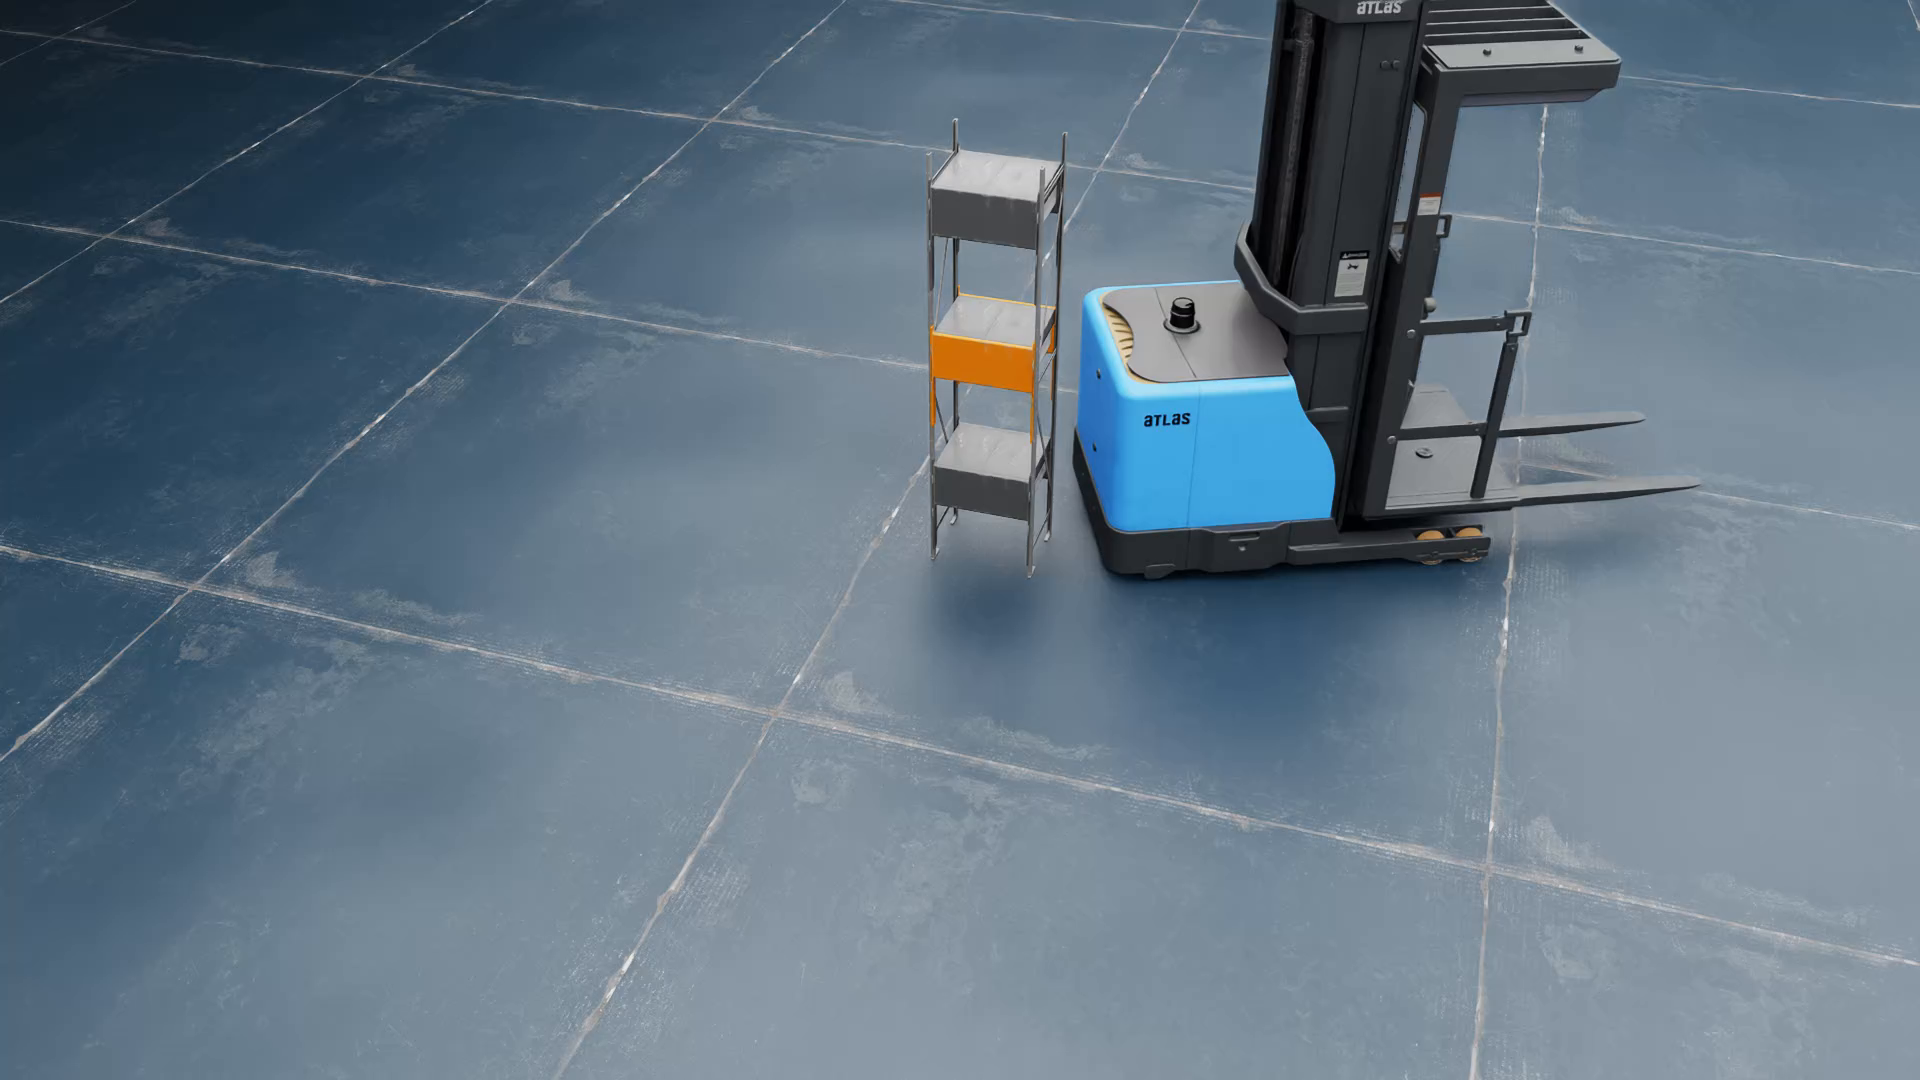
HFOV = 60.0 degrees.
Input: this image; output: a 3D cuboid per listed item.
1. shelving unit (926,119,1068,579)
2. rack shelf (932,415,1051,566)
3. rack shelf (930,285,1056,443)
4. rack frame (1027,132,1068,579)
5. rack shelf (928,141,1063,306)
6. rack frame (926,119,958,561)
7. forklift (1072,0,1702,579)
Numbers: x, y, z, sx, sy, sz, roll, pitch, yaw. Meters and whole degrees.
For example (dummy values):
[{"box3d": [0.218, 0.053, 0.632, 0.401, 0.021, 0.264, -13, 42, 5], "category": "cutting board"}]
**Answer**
[{"box3d": [0.158, -0.816, 7.588, 0.503, 2.100, 0.431, 10, 38, 14], "category": "shelving unit"}, {"box3d": [0.158, -0.242, 8.011, 0.480, 0.518, 0.431, 10, 38, 14], "category": "rack shelf"}, {"box3d": [0.158, -0.805, 7.596, 0.480, 0.518, 0.431, 10, 38, 14], "category": "rack shelf"}, {"box3d": [0.391, -0.773, 7.529, 0.015, 2.100, 0.400, 10, 38, 14], "category": "rack frame"}, {"box3d": [0.158, -1.369, 7.181, 0.480, 0.518, 0.431, 10, 38, 14], "category": "rack shelf"}, {"box3d": [-0.075, -0.860, 7.646, 0.015, 2.100, 0.400, 10, 38, 14], "category": "rack frame"}, {"box3d": [2.141, -1.368, 7.636, 3.031, 2.935, 1.130, -4, 37, -6], "category": "forklift"}]
